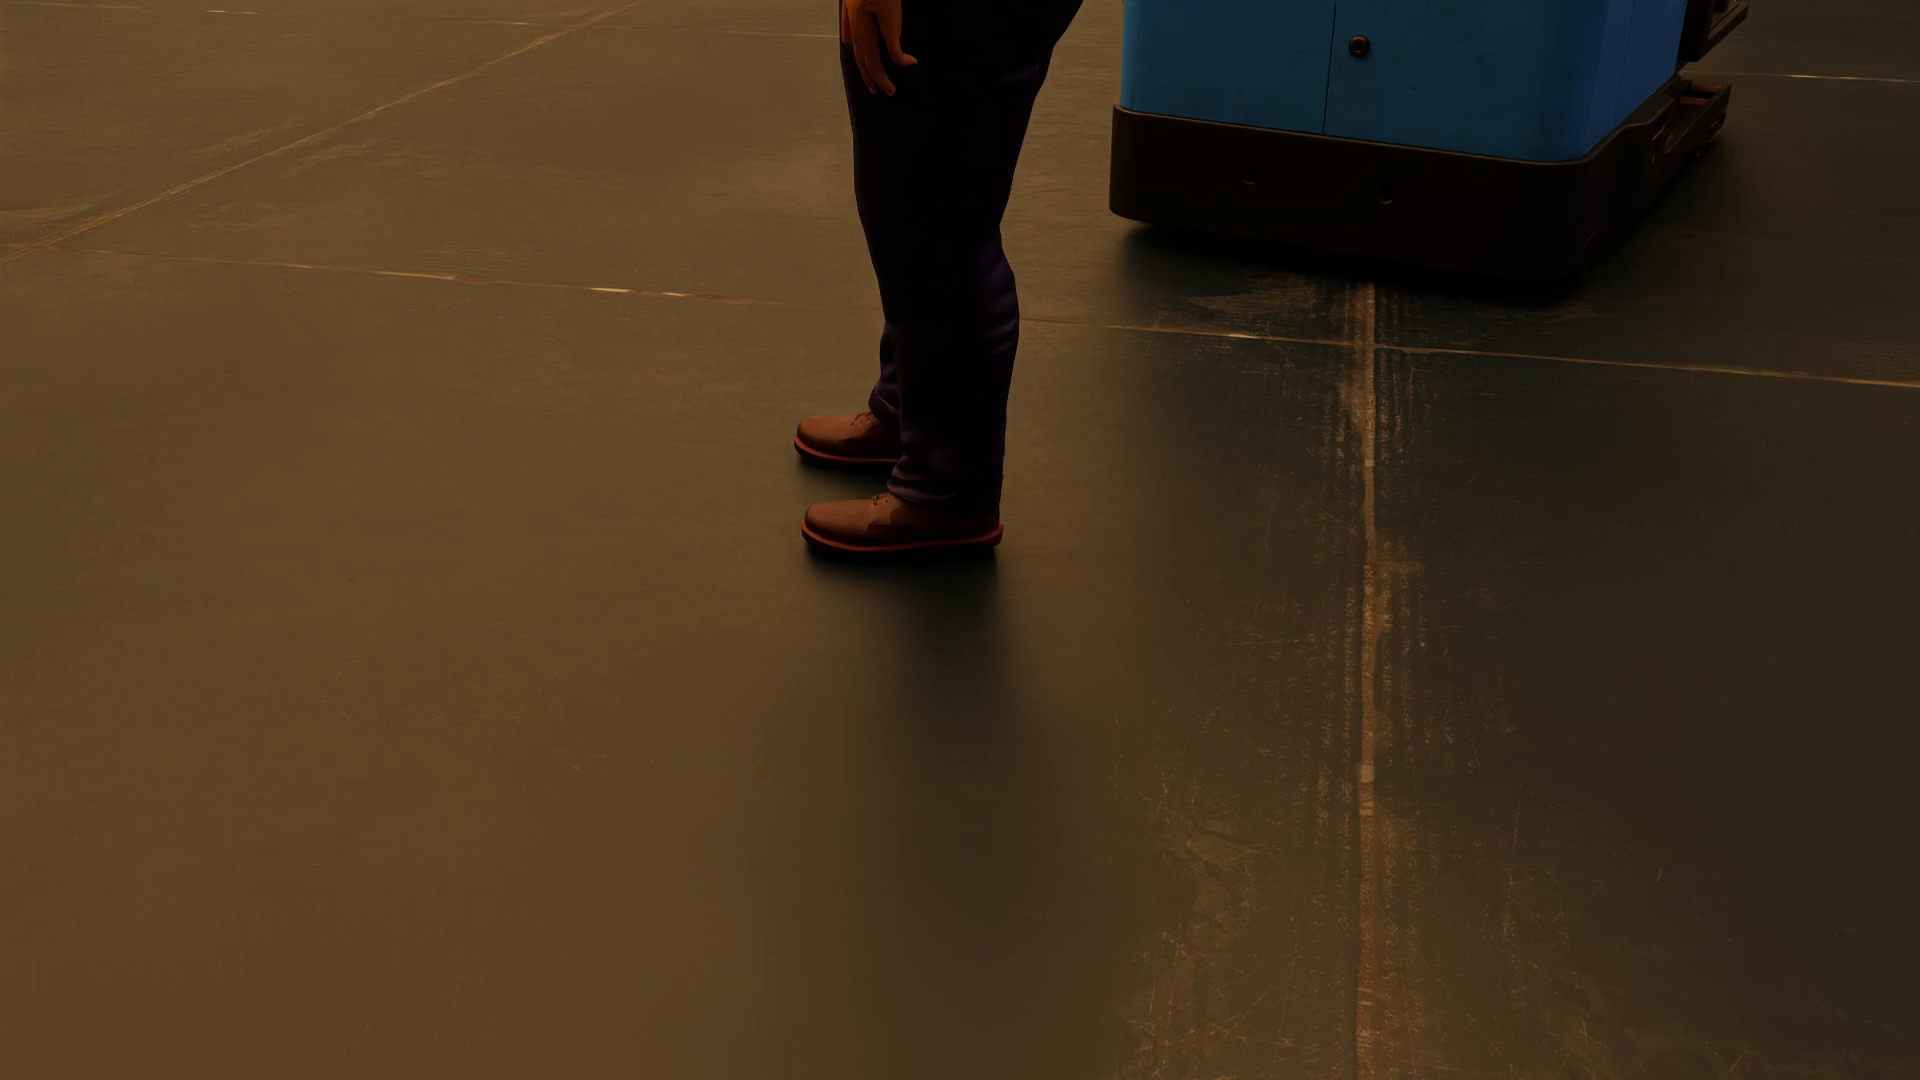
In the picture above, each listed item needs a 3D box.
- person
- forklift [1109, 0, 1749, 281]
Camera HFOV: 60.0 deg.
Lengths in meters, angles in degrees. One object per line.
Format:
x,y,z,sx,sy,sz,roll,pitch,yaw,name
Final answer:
-0.082,-0.761,2.163,0.503,1.650,0.599,6,27,11,person
1.538,-2.459,4.120,1.130,2.935,3.031,15,30,27,forklift
